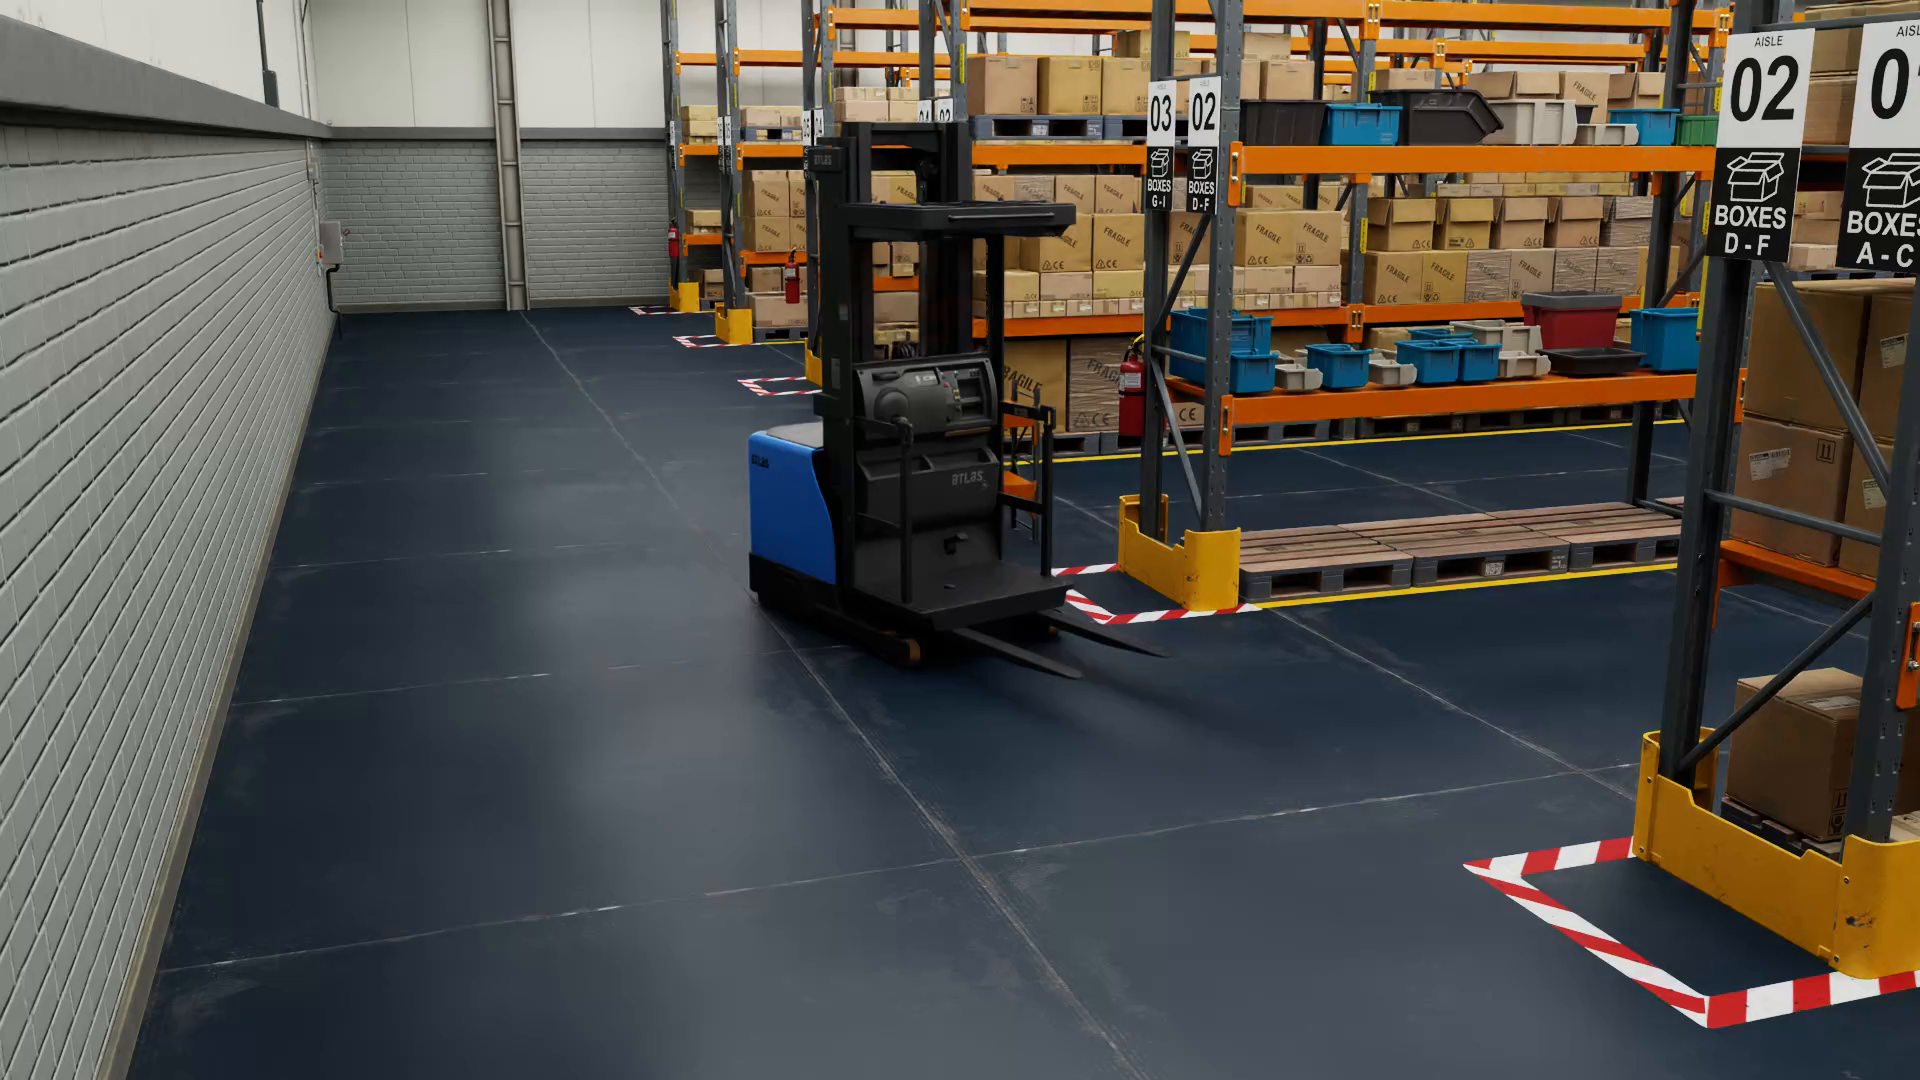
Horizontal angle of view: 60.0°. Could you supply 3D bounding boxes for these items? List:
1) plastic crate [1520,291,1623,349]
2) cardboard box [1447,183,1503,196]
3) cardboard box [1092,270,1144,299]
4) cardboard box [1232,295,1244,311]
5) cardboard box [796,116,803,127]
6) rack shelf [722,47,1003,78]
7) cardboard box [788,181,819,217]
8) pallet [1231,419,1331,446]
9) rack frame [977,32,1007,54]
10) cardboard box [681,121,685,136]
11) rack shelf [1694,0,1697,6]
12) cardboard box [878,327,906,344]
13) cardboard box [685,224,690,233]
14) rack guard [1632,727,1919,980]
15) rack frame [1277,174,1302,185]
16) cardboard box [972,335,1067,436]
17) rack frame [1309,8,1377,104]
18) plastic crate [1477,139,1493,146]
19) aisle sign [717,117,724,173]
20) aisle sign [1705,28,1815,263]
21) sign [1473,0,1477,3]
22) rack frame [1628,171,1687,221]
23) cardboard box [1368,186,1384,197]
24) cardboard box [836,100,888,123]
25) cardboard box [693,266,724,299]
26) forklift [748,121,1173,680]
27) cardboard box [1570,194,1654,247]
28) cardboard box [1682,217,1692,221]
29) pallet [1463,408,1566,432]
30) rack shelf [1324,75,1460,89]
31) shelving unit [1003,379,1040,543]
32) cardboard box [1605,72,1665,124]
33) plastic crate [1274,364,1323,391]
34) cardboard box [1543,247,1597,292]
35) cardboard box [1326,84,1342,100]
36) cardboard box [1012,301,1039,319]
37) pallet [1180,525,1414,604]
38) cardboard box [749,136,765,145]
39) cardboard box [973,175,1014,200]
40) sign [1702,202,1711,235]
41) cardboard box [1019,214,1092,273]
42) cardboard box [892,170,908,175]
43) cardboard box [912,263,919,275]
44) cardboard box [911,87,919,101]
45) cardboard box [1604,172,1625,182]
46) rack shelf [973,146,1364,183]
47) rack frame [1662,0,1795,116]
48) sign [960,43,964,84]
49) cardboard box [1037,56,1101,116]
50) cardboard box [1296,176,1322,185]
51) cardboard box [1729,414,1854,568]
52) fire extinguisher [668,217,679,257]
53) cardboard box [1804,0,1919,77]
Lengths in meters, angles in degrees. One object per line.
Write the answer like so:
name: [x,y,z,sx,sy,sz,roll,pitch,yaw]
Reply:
plastic crate: [4.288,-1.501,11.704,0.583,0.464,0.402,-4,14,-18]
cardboard box: [6.848,-4.532,22.338,0.500,0.500,0.700,-5,14,-19]
cardboard box: [1.353,-2.367,15.293,0.500,0.250,0.500,-5,14,-20]
cardboard box: [2.475,-2.245,15.643,0.250,0.149,0.380,-4,14,-17]
cardboard box: [-2.212,-6.036,23.975,0.250,0.149,0.380,-4,14,-16]
rack shelf: [-1.421,-6.938,24.283,4.000,0.370,1.077,-4,14,-18]
cardboard box: [-2.284,-4.964,24.153,0.500,0.500,0.500,-5,14,-20]
pallet: [2.889,-1.142,16.490,1.213,0.211,1.003,-4,14,-18]
rack frame: [0.474,-7.630,24.774,0.127,3.000,1.000,-4,14,-18]
cardboard box: [-4.569,-7.128,28.828,0.500,0.250,0.500,-5,14,-19]
rack shelf: [7.110,-3.973,11.820,4.000,0.370,1.077,-4,14,-18]
cardboard box: [-0.814,-2.456,19.953,0.250,0.149,0.380,-4,14,-17]
cardboard box: [-4.675,-5.466,29.182,0.250,0.149,0.380,-5,14,-19]
rack guard: [3.072,1.141,6.267,0.348,0.500,1.175,-4,14,-18]
rack frame: [6.470,-6.390,32.526,0.127,3.000,1.000,-4,14,-18]
cardboard box: [0.425,-1.478,15.559,0.875,0.875,0.875,-4,14,-18]
rack frame: [3.635,-5.457,15.637,0.127,3.000,1.000,-4,14,-18]
plastic crate: [3.303,-2.694,11.076,0.530,0.136,0.437,-4,14,-18]
aisle sign: [-3.484,-5.744,24.190,0.004,0.787,0.394,-4,14,-18]
aisle sign: [2.837,-1.397,5.915,0.004,0.787,0.394,-4,14,-18]
sign: [8.239,-8.631,26.620,0.005,0.325,0.100,-4,14,-18]
rack frame: [9.731,-4.224,23.418,0.127,3.000,1.000,-4,14,-18]
cardboard box: [6.731,-5.542,27.191,0.500,0.500,0.500,-4,14,-16]
cardboard box: [-1.134,-4.944,19.206,0.500,0.250,0.500,-4,14,-17]
cardboard box: [-4.293,-4.519,29.145,0.637,0.503,0.797,-5,14,-20]
forklift: [-0.053,-0.847,9.369,1.130,2.935,3.031,-10,16,-35]
cardboard box: [6.728,-3.320,17.232,0.637,0.503,0.797,-4,14,-16]
cardboard box: [10.077,-4.327,23.526,0.550,0.550,0.875,-4,14,-18]
pallet: [5.501,-1.346,17.345,1.213,0.211,1.003,-4,14,-18]
rack shelf: [8.365,-8.912,32.582,4.000,0.370,1.077,-4,14,-18]
shelving unit: [-0.006,-0.547,12.011,1.048,1.125,0.538,-4,14,-18]
cardboard box: [6.871,-4.486,16.909,0.637,0.503,0.797,-4,14,-15]
plastic crate: [2.093,-1.009,10.343,0.298,0.136,0.250,-4,14,-18]
cardboard box: [6.072,-2.717,16.865,0.500,0.500,0.500,-5,14,-20]
cardboard box: [4.751,-5.774,21.582,0.258,0.266,0.396,-4,14,-18]
cardboard box: [0.528,-2.094,15.006,0.250,0.149,0.380,-5,14,-19]
pallet: [2.218,0.148,11.066,1.213,0.211,1.003,-4,14,-18]
cardboard box: [-3.524,-6.871,28.609,0.250,0.149,0.380,-4,14,-18]
cardboard box: [0.326,-4.103,19.892,0.500,0.500,0.500,-5,14,-20]
sign: [7.606,-3.275,16.927,0.005,0.325,0.100,-4,14,-18]
cardboard box: [0.859,-2.692,15.041,0.500,0.500,0.500,-5,14,-19]
cardboard box: [-0.948,-5.389,24.539,0.250,0.149,0.380,-5,14,-19]
cardboard box: [-0.529,-3.253,19.880,0.250,0.149,0.380,-4,14,-15]
cardboard box: [-0.504,-5.172,19.305,0.250,0.149,0.380,-4,14,-17]
cardboard box: [10.951,-6.156,28.520,0.500,0.500,0.700,-4,14,-18]
rack shelf: [1.739,-3.500,15.446,4.000,0.370,1.077,-4,14,-18]
rack frame: [5.215,-4.370,11.070,0.127,3.000,1.000,-4,14,-18]
sign: [0.015,-4.044,14.119,0.005,0.325,0.100,-4,14,-18]
cardboard box: [0.891,-4.069,14.945,0.500,0.500,0.700,-5,14,-20]
cardboard box: [5.726,-5.903,27.308,0.250,0.149,0.380,-5,14,-21]
cardboard box: [3.337,-0.211,6.333,0.500,0.500,0.500,-4,14,-16]
fire extinguisher: [-4.895,-5.173,28.383,0.183,0.674,0.296,-4,14,-18]
cardboard box: [3.405,-1.793,5.961,0.500,0.250,0.500,-4,14,-18]
